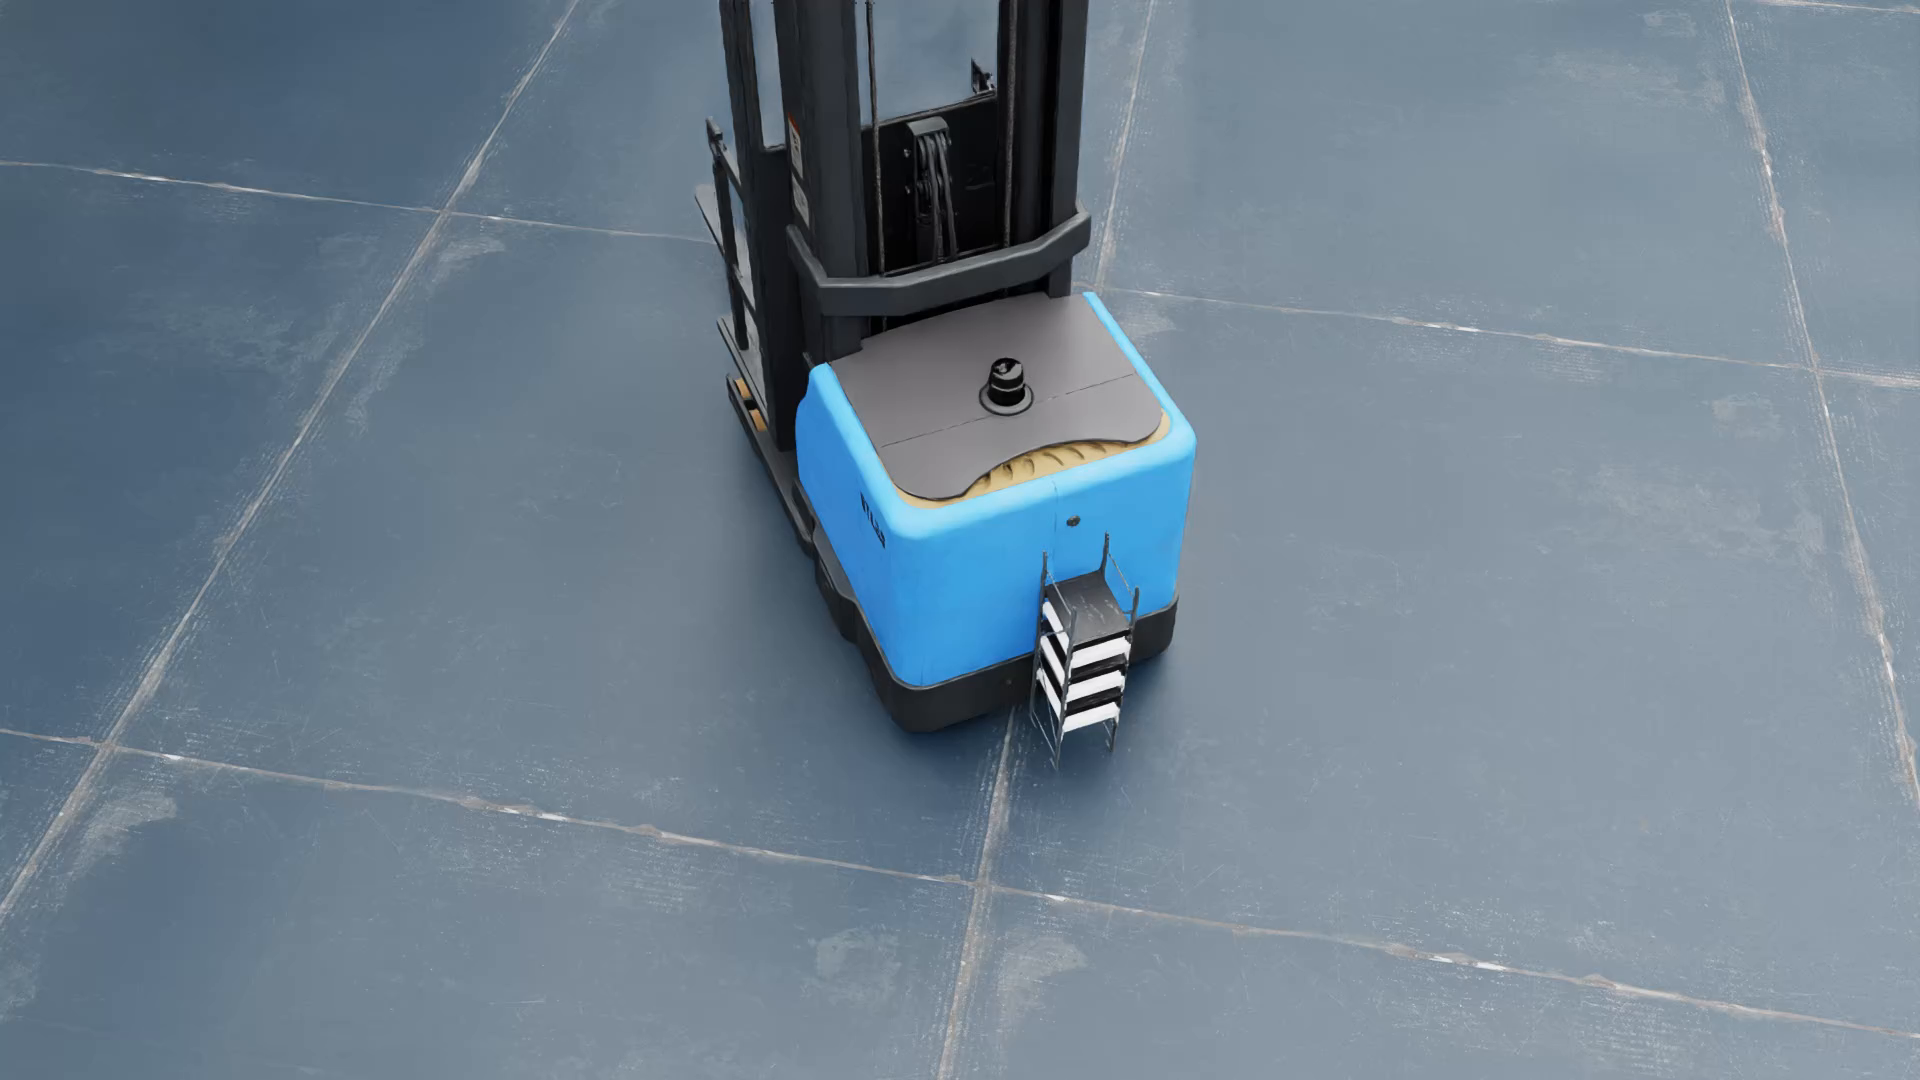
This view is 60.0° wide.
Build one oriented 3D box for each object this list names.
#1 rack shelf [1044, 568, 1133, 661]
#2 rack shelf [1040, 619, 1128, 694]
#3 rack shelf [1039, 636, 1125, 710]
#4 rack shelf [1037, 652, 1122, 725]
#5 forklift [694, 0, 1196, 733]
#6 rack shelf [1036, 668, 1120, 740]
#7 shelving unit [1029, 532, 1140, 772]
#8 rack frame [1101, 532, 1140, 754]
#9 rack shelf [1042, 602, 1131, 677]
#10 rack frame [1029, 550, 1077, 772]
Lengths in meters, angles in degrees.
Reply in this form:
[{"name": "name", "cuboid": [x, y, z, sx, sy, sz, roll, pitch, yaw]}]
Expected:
[{"name": "rack shelf", "cuboid": [0.388, 0.226, 5.115, 0.200, 0.077, 0.258, -16, 53, -14]}, {"name": "rack shelf", "cuboid": [0.385, 0.340, 5.254, 0.200, 0.077, 0.258, -16, 53, -14]}, {"name": "rack shelf", "cuboid": [0.383, 0.396, 5.324, 0.200, 0.077, 0.258, -16, 53, -14]}, {"name": "rack shelf", "cuboid": [0.382, 0.453, 5.394, 0.200, 0.077, 0.258, -16, 53, -14]}, {"name": "forklift", "cuboid": [-0.284, -1.451, 5.583, 1.130, 2.935, 3.031, -17, 50, -15]}, {"name": "rack shelf", "cuboid": [0.380, 0.510, 5.464, 0.200, 0.077, 0.258, -16, 53, -14]}, {"name": "shelving unit", "cuboid": [0.384, 0.375, 5.298, 0.210, 0.900, 0.258, -16, 53, -14]}, {"name": "rack frame", "cuboid": [0.479, 0.348, 5.323, 0.006, 0.900, 0.240, -16, 53, -14]}, {"name": "rack shelf", "cuboid": [0.386, 0.283, 5.185, 0.200, 0.077, 0.258, -16, 53, -14]}, {"name": "rack frame", "cuboid": [0.289, 0.402, 5.274, 0.006, 0.900, 0.240, -16, 53, -14]}]
